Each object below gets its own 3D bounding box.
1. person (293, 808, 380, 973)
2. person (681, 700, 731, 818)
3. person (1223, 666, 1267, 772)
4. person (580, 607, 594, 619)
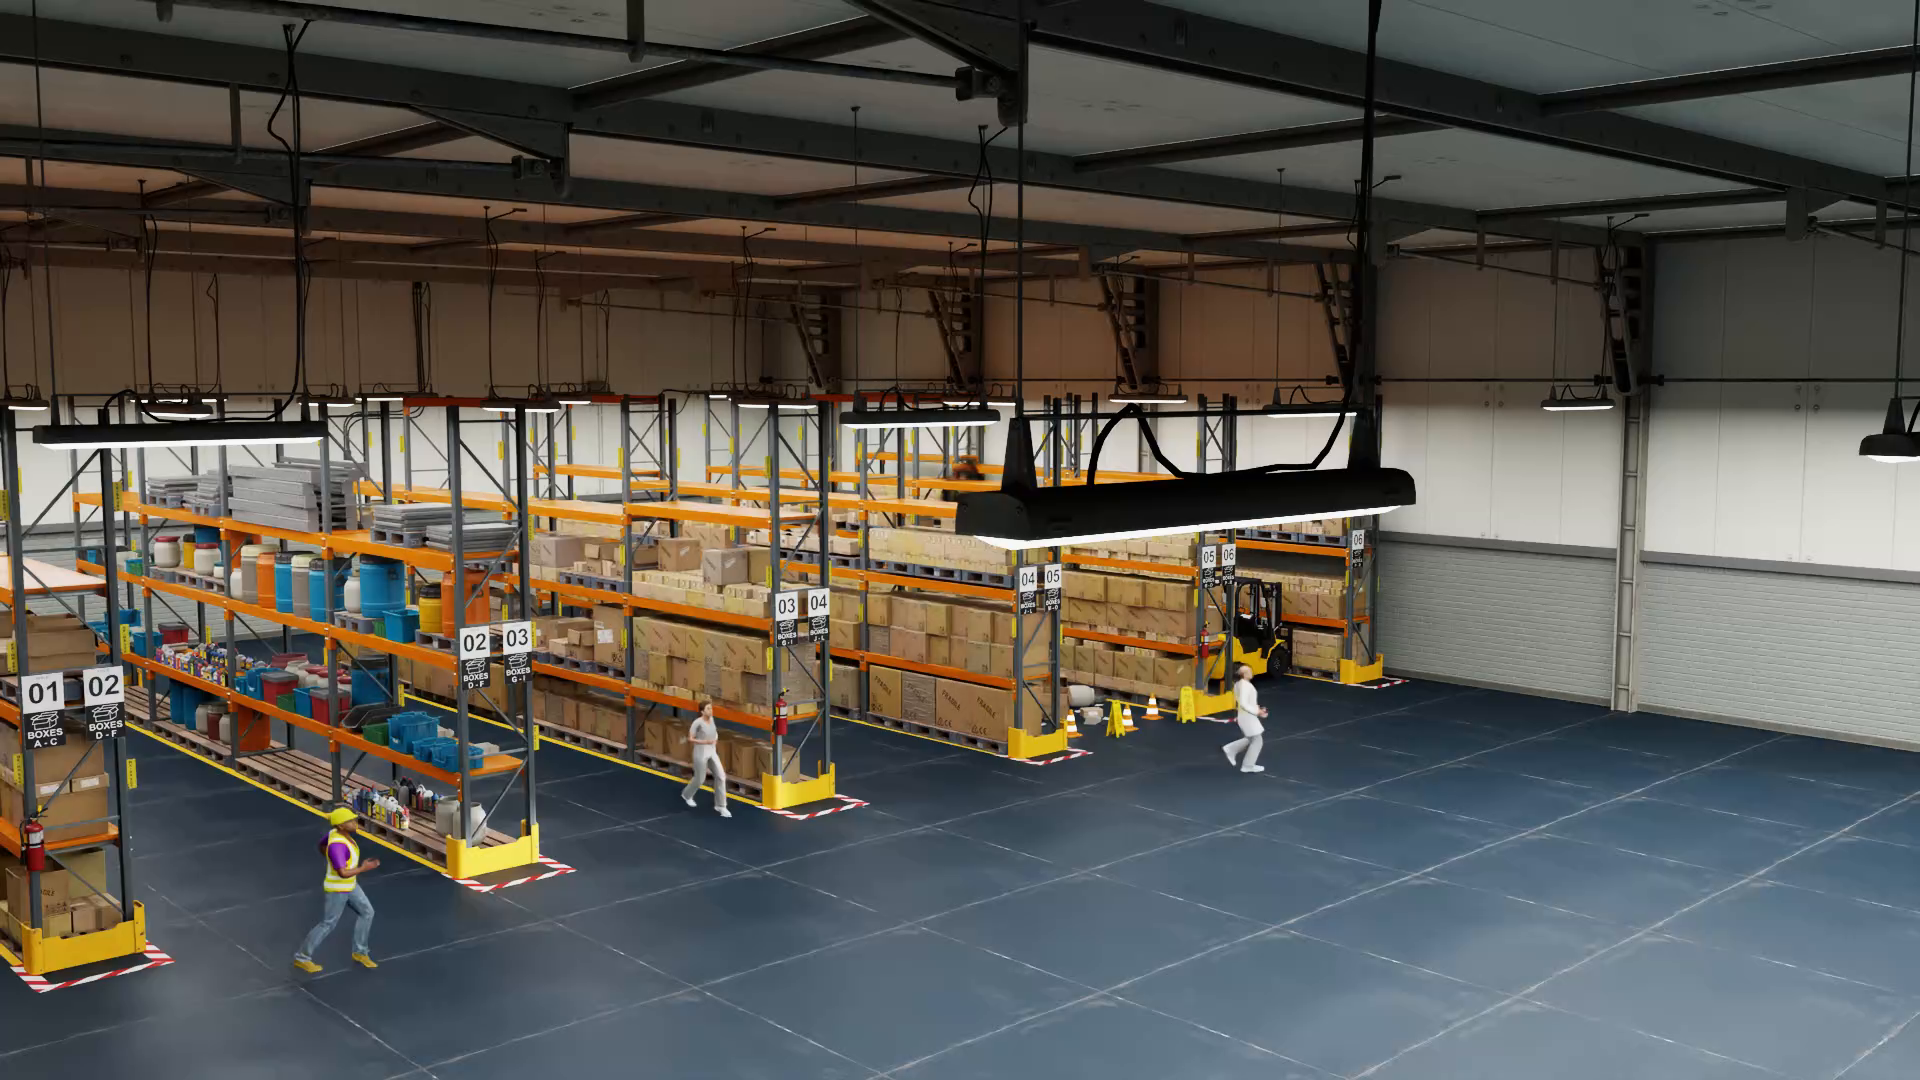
[{"bbox_3d":[-6.635,3.743,17.733,0.903,1.813,0.710,-1,6,-11],"label":"person"},{"bbox_3d":[-3.737,3.162,24.237,0.935,1.682,0.596,5,7,39],"label":"person"},{"bbox_3d":[4.586,2.879,26.794,0.670,1.724,0.708,0,6,2],"label":"person"},{"bbox_3d":[-9.159,1.587,40.958,0.523,1.574,0.614,1,6,13],"label":"person"}]
